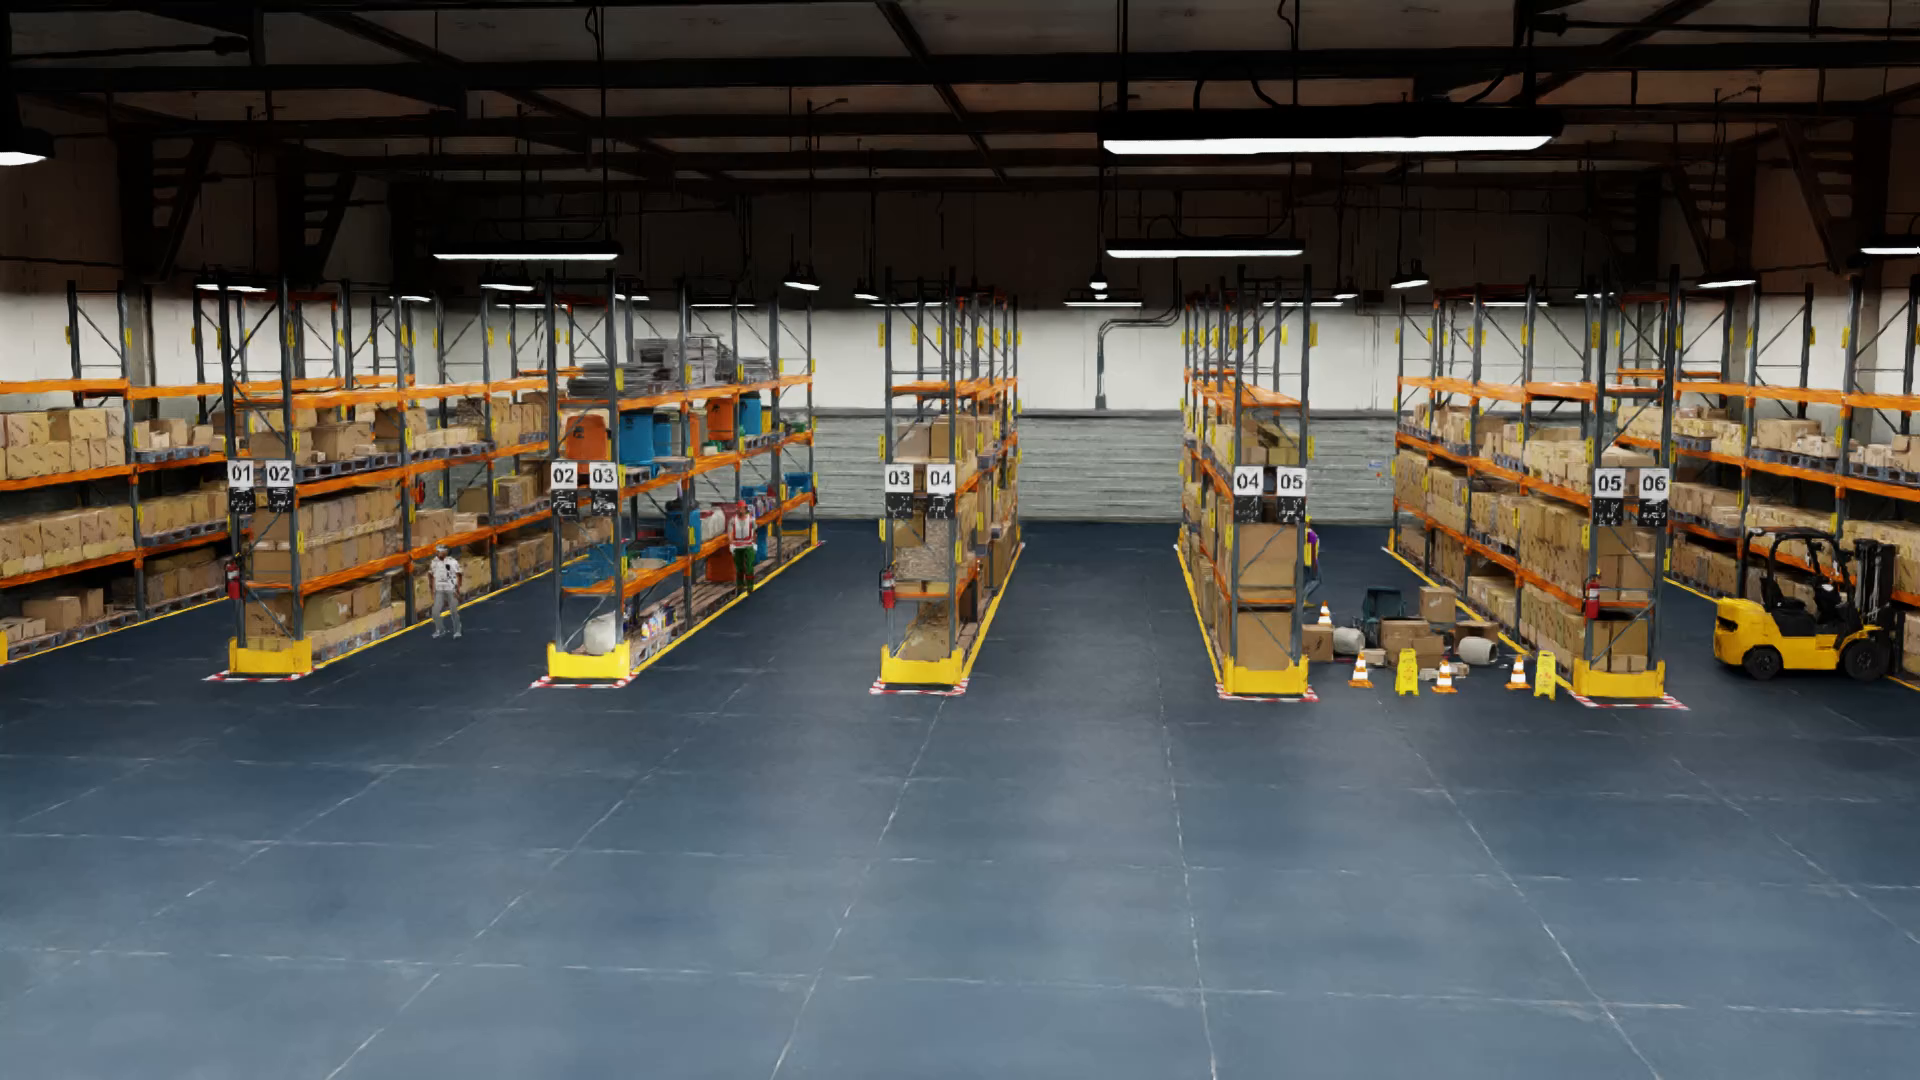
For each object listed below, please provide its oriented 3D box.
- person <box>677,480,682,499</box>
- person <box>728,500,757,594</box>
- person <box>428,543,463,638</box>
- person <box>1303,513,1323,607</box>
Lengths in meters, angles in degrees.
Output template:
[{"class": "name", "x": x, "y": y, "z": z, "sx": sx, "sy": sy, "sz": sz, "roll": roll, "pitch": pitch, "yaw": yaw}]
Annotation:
[{"class": "person", "x": -7.056, "y": -0.982, "z": 42.778, "sx": 0.478, "sy": 1.567, "sz": 1.093, "roll": 0, "pitch": 7, "yaw": 3}, {"class": "person", "x": -4.054, "y": 0.107, "z": 30.964, "sx": 0.528, "sy": 1.712, "sz": 1.040, "roll": 0, "pitch": 7, "yaw": -3}, {"class": "person", "x": -8.585, "y": 0.839, "z": 27.762, "sx": 0.592, "sy": 1.625, "sz": 0.532, "roll": 0, "pitch": 7, "yaw": 3}, {"class": "person", "x": 6.446, "y": 0.379, "z": 30.881, "sx": 0.457, "sy": 1.763, "sz": 0.609, "roll": -3, "pitch": 7, "yaw": -21}]
